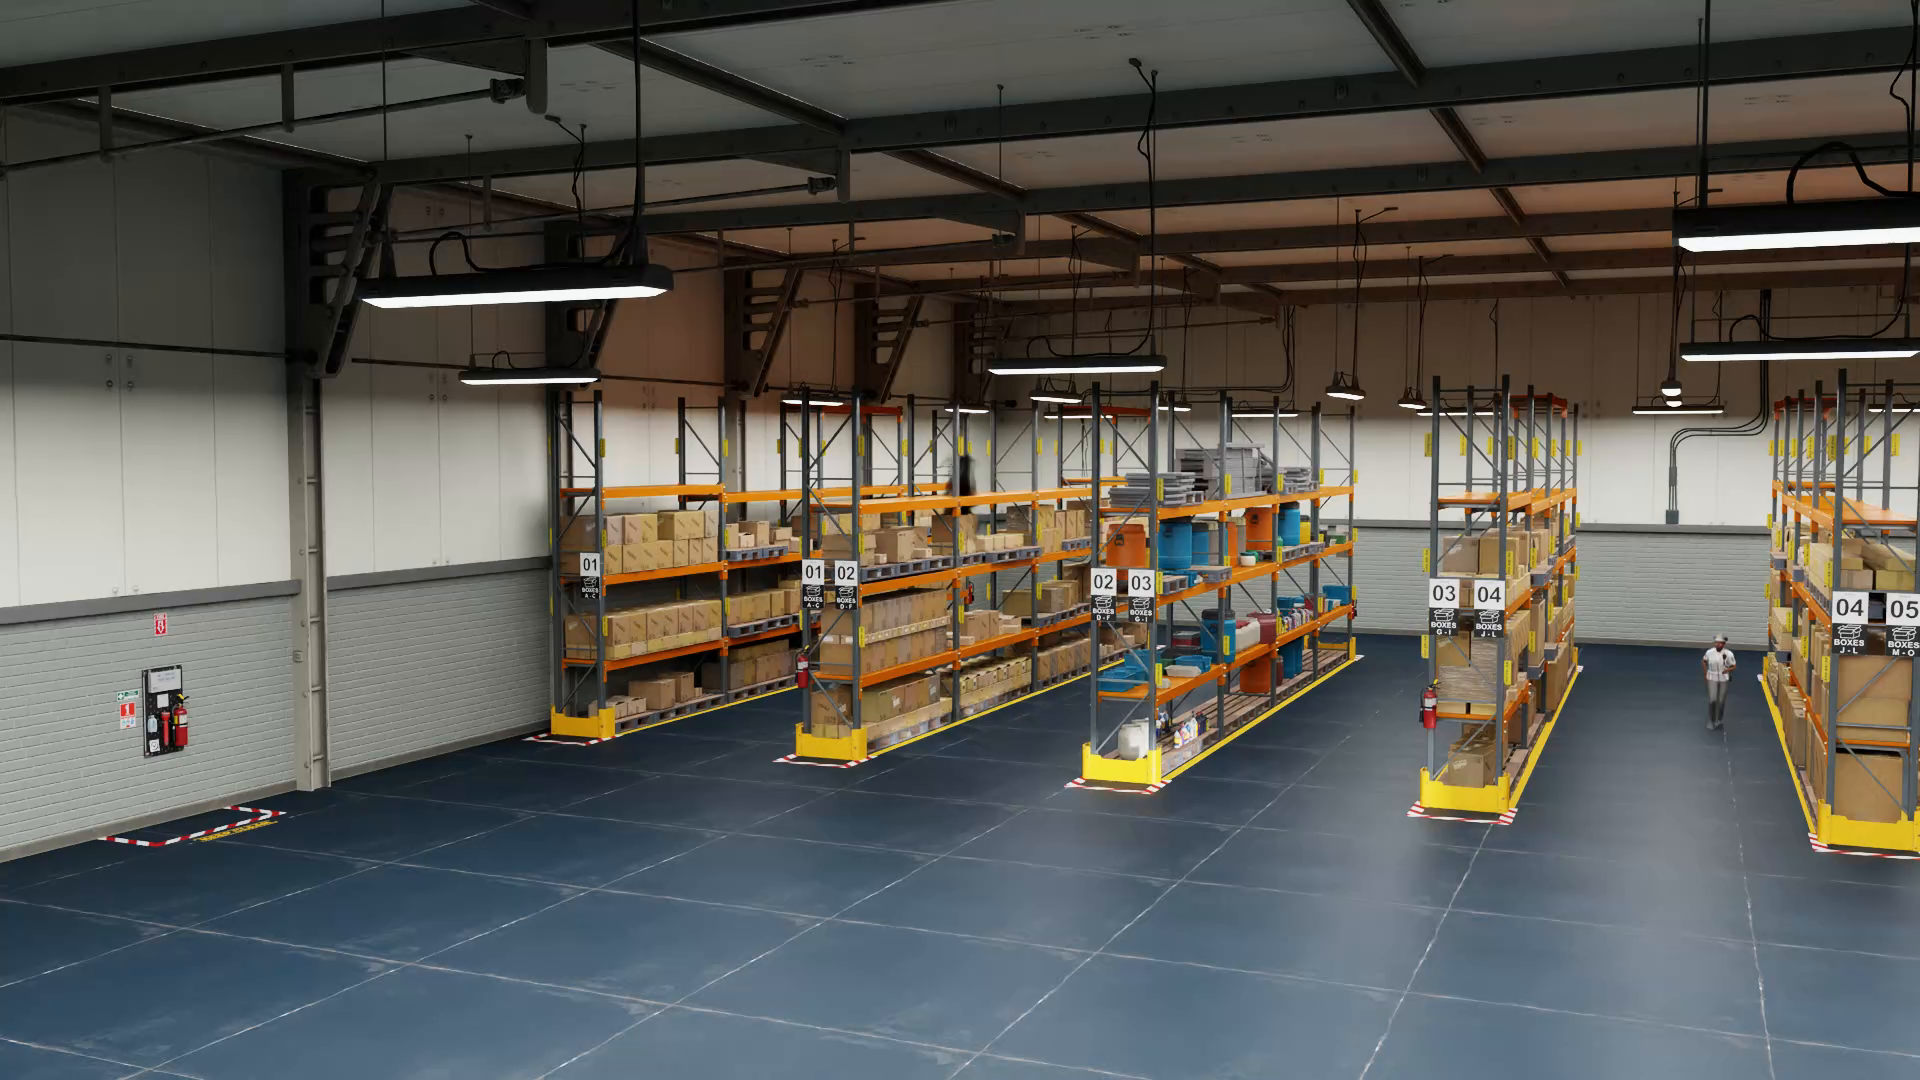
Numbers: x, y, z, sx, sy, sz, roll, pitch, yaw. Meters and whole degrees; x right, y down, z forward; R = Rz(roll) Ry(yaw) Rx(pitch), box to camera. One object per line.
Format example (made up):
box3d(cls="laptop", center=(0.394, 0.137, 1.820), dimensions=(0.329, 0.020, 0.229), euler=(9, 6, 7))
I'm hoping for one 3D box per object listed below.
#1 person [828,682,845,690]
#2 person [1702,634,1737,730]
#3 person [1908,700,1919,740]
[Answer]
box3d(cls="person", center=(-2.236, 2.519, 30.563), dimensions=(0.560, 1.568, 0.779), euler=(2, 4, 34))
box3d(cls="person", center=(13.518, 2.540, 29.602), dimensions=(0.548, 1.741, 0.732), euler=(1, 3, 22))
box3d(cls="person", center=(16.436, 2.584, 28.480), dimensions=(0.697, 1.714, 0.766), euler=(1, 3, 17))
